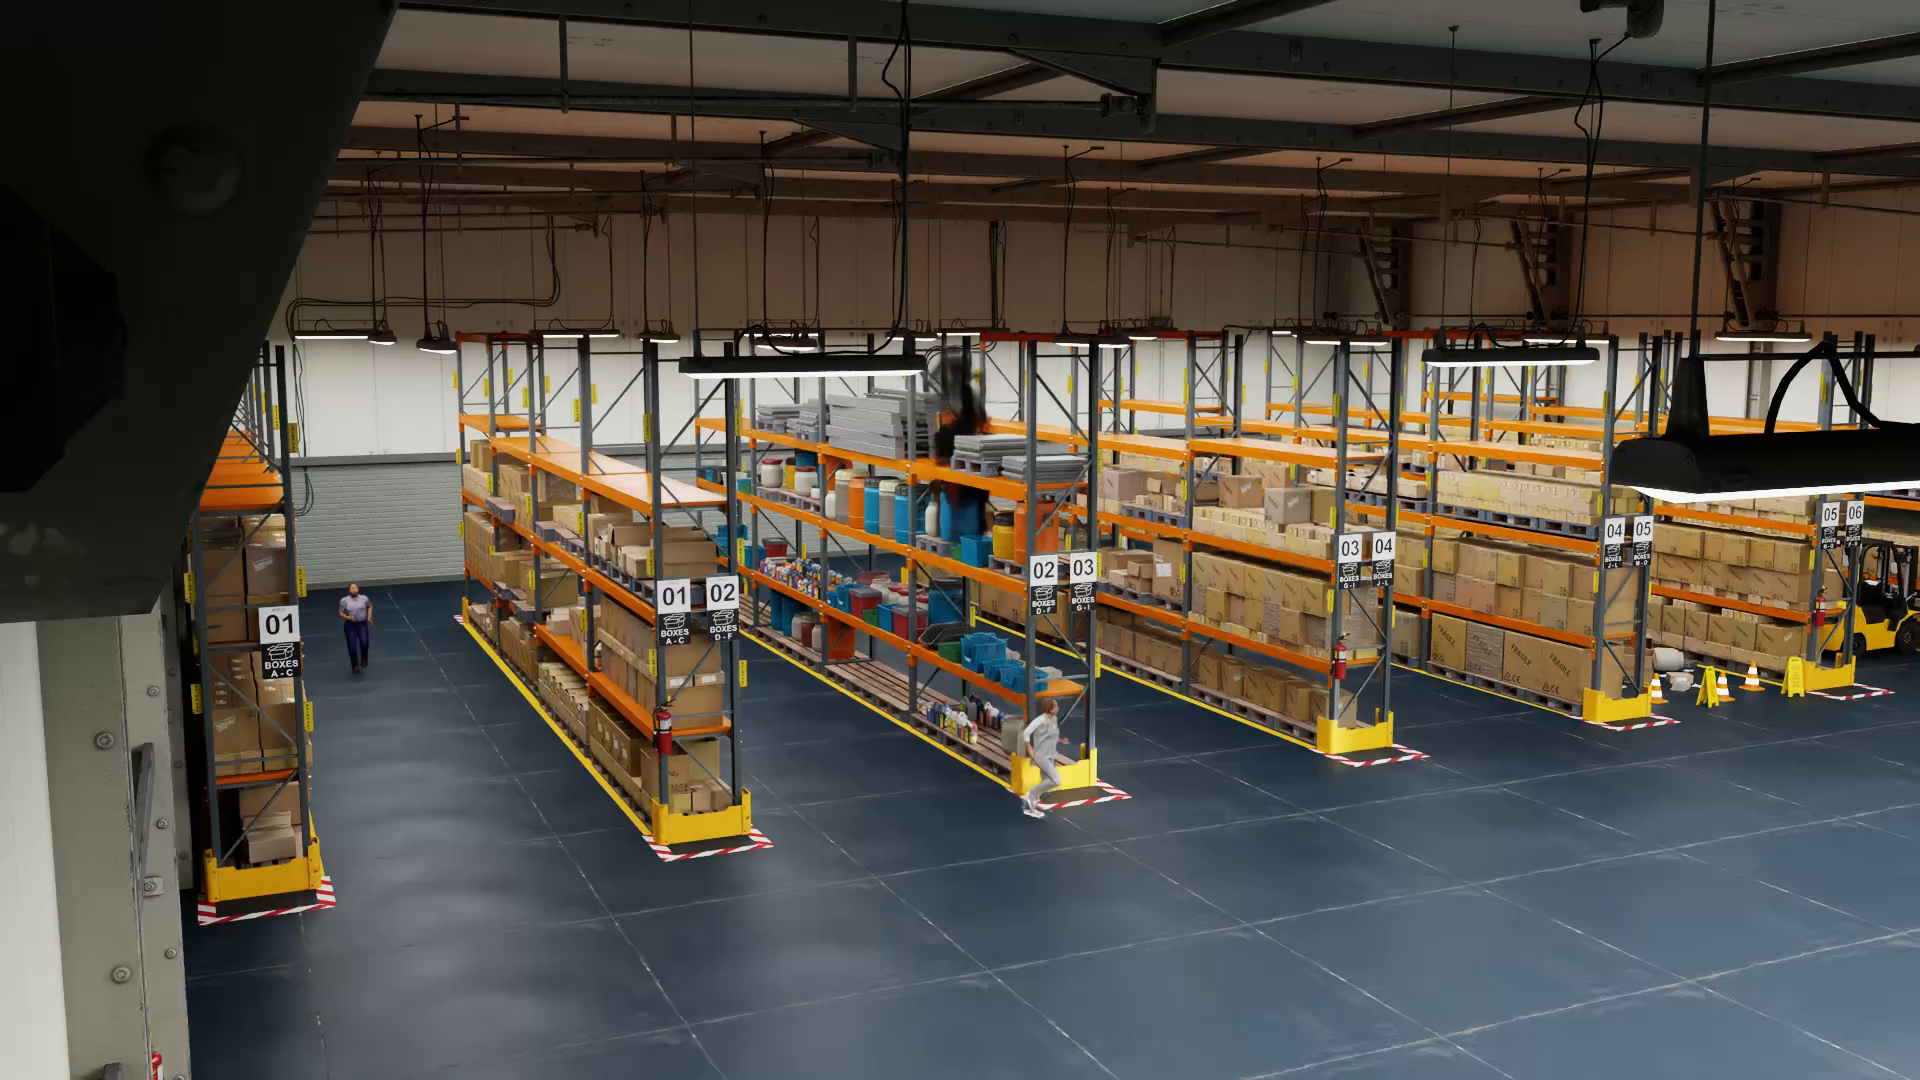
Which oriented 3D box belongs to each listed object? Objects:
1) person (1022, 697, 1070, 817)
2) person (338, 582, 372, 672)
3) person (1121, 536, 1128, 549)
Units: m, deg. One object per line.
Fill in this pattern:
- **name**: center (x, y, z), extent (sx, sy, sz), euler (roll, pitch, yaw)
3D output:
- **person**: center (1.087, 2.745, 20.946), extent (0.604, 1.550, 0.530), euler (4, 9, 26)
- **person**: center (-10.715, 1.554, 29.547), extent (0.592, 1.607, 0.568), euler (-4, 8, -25)
- **person**: center (4.337, -0.366, 43.248), extent (0.657, 1.771, 0.863), euler (5, 9, 34)
